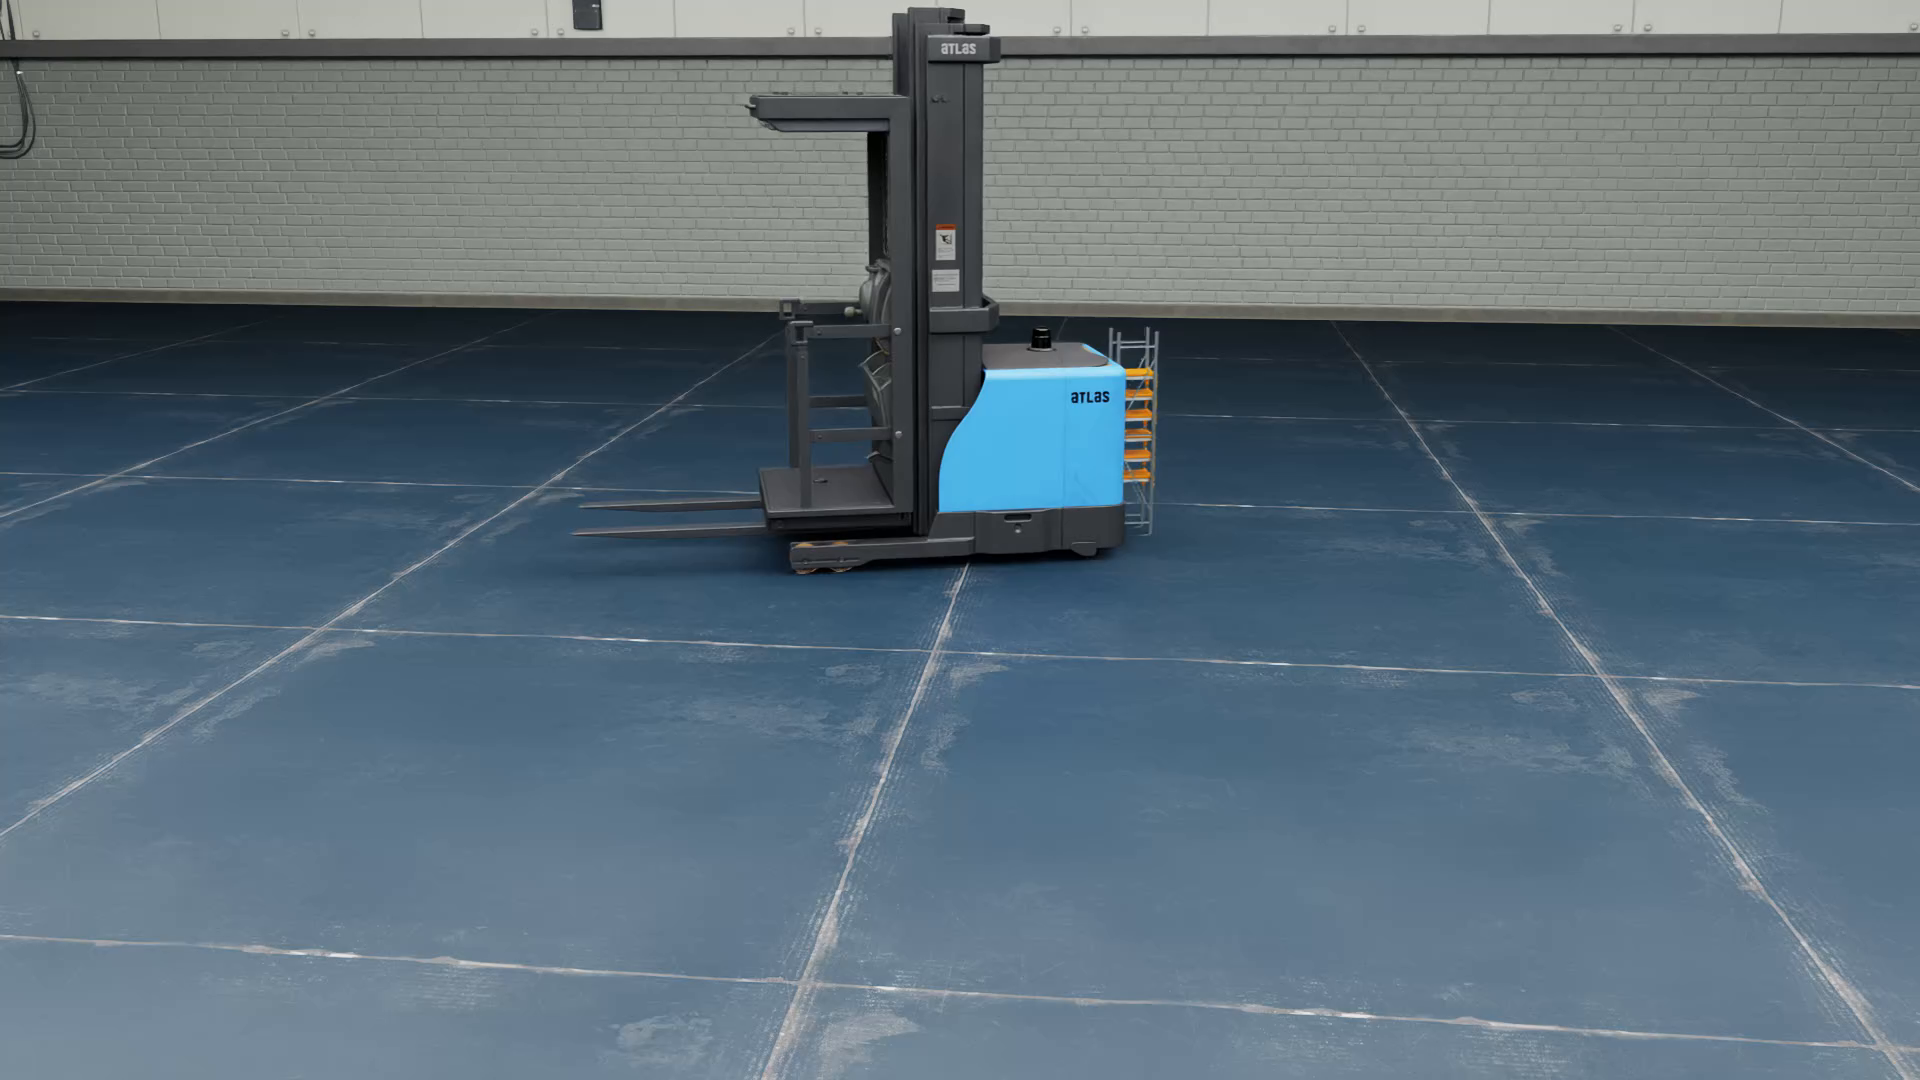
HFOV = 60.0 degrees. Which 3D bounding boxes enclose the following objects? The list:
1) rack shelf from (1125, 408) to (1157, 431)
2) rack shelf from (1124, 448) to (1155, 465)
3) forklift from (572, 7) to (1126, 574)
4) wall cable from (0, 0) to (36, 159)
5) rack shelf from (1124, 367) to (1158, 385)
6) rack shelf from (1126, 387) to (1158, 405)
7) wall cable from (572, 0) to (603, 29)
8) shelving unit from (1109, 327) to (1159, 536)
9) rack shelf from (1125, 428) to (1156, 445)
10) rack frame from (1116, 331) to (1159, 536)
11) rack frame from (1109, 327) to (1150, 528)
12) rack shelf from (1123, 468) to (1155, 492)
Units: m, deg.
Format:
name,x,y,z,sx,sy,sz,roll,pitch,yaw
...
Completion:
name,x,y,z,sx,sy,sz,roll,pitch,yaw
rack shelf,0.993,-0.697,9.652,0.258,0.103,0.180,-2,15,-9
rack shelf,0.993,-0.466,9.714,0.258,0.103,0.180,-2,15,-9
forklift,-0.642,-1.380,9.149,3.031,2.935,1.130,-2,15,-9
wall cable,-12.679,-5.837,19.956,3.097,2.526,0.112,2,15,6
rack shelf,0.994,-0.929,9.589,0.258,0.103,0.180,-2,15,-9
rack shelf,0.994,-0.813,9.620,0.258,0.103,0.180,-2,15,-9
wall cable,-3.248,-8.693,18.057,2.305,6.003,0.169,2,15,6
shelving unit,0.993,-0.624,9.671,0.258,1.200,0.189,-2,15,-9
rack shelf,0.993,-0.581,9.683,0.258,0.103,0.180,-2,15,-9
rack frame,1.008,-0.601,9.584,0.240,1.200,0.006,-2,15,-9
rack frame,0.979,-0.648,9.759,0.240,1.200,0.006,-2,15,-9
rack shelf,0.993,-0.350,9.746,0.258,0.103,0.180,-2,15,-9
